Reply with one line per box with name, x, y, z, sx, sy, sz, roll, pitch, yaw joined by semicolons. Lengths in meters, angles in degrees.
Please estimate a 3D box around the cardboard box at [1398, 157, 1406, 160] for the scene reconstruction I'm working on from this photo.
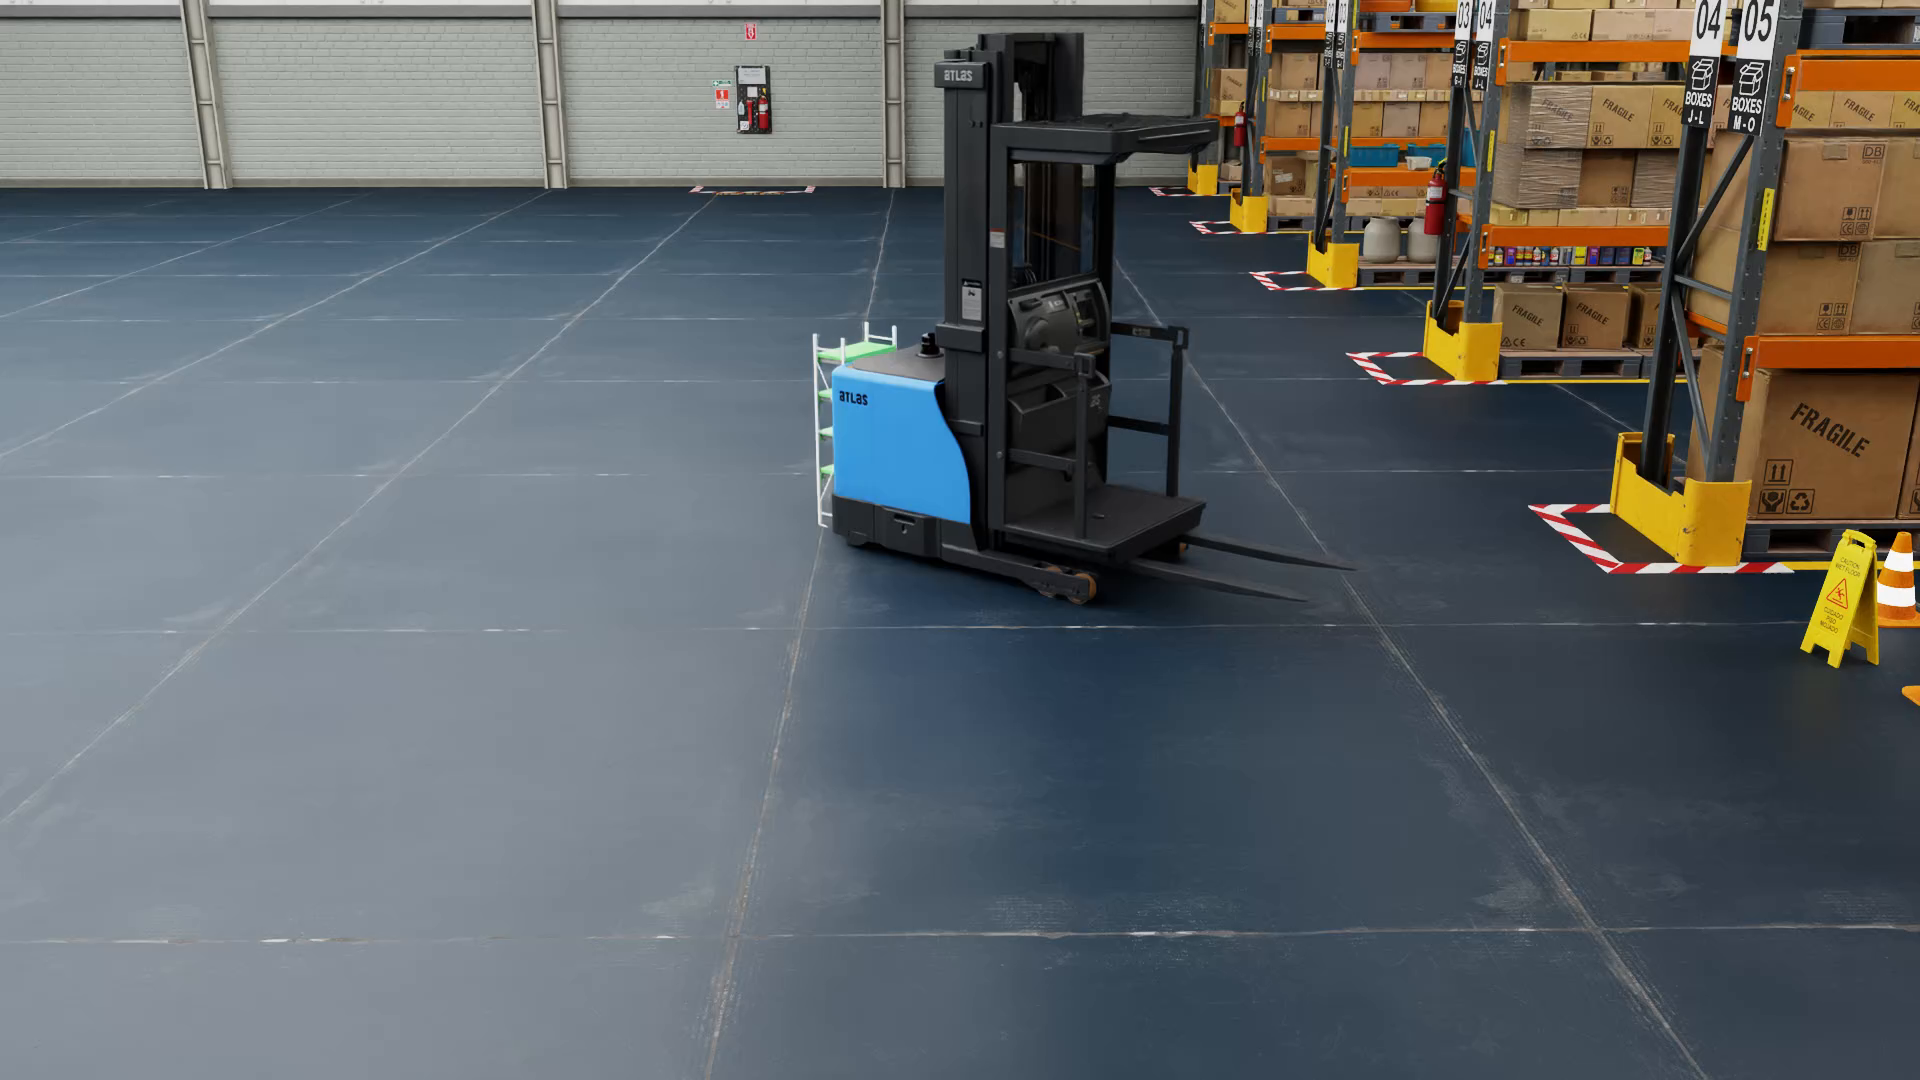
cardboard box;6.256;-5.347;24.392;0.500;0.500;0.500;0;18;-1

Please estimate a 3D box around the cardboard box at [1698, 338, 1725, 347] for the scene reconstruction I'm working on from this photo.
cardboard box;6.784;-1.976;14.702;0.500;0.500;0.500;-2;18;-6

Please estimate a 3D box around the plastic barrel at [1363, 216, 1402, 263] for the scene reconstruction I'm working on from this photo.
plastic barrel;4.956;-3.524;19.506;0.421;0.512;0.421;0;18;0

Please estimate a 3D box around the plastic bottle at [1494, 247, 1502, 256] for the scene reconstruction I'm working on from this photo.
plastic bottle;6.383;-3.501;19.777;0.133;0.283;0.061;0;18;-1

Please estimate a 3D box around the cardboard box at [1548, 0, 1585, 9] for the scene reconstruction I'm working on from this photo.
cardboard box;4.917;-4.418;13.592;0.250;0.149;0.380;0;18;0

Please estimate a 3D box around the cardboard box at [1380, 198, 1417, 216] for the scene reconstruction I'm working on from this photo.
cardboard box;6.264;-4.827;23.997;0.500;0.250;0.500;0;18;-1

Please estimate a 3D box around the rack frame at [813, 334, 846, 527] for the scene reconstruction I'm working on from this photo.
rack frame;-0.780;-0.642;10.085;0.240;1.200;0.015;13;22;34

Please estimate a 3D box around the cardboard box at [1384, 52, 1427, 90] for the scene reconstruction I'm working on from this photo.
cardboard box;6.275;-6.668;23.635;0.500;0.500;0.700;0;18;-1

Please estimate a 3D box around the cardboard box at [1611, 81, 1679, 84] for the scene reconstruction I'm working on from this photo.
cardboard box;5.923;-3.718;14.440;0.500;0.500;0.500;0;18;-1

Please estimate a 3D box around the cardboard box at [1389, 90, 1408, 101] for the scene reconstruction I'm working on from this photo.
cardboard box;6.157;-6.294;23.533;0.250;0.149;0.380;0;18;0

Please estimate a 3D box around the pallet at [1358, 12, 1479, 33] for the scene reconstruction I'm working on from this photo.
pallet;5.128;-5.794;18.598;1.213;0.211;1.003;0;18;-1

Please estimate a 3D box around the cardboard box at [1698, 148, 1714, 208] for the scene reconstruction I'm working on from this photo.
cardboard box;6.426;-3.180;14.398;0.500;0.500;0.875;0;18;-1

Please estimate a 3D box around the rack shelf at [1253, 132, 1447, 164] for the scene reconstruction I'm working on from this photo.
rack shelf;6.224;-5.662;23.964;4.000;0.370;1.077;0;18;-1

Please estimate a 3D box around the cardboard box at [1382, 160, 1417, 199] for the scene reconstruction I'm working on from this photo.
cardboard box;6.264;-5.183;23.881;0.500;0.500;0.500;0;18;-1

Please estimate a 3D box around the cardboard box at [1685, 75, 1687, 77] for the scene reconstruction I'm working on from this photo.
cardboard box;12.631;-7.669;28.360;0.500;0.500;0.500;0;18;1

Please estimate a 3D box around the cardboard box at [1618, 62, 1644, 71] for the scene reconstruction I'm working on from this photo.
cardboard box;11.476;-8.095;28.426;0.250;0.149;0.380;-3;18;-10

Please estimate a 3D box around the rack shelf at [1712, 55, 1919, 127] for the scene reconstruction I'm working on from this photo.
rack shelf;6.354;-2.549;9.350;4.000;0.370;1.077;0;18;-1

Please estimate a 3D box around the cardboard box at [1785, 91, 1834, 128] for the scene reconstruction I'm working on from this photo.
cardboard box;6.931;-3.562;13.955;0.500;0.500;0.500;0;18;-1

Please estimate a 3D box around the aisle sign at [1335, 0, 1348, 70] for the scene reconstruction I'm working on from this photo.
aisle sign;4.232;-5.630;18.431;0.004;0.787;0.394;0;18;-1

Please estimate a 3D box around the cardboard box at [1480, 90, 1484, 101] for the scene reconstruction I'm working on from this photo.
cardboard box;7.446;-6.301;23.553;0.250;0.149;0.380;-1;18;-2

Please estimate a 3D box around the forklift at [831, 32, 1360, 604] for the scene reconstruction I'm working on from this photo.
forklift;0.723;-1.233;9.093;3.031;2.935;1.130;13;22;34

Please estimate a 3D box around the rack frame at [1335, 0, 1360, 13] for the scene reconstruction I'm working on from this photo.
rack frame;4.299;-7.338;18.191;0.127;3.000;1.000;0;18;-1

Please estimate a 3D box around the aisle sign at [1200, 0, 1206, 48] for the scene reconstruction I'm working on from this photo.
aisle sign;4.075;-8.653;27.856;0.004;0.787;0.394;0;18;-1

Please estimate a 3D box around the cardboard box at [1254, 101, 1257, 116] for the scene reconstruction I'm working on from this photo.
cardboard box;5.154;-7.358;28.286;0.500;0.250;0.500;-1;18;-3

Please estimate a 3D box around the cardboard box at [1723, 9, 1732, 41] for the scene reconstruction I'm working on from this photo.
cardboard box;6.394;-4.259;13.748;0.500;0.250;0.500;0;18;1

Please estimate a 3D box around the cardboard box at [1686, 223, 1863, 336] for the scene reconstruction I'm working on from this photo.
cardboard box;4.725;-1.541;9.694;0.550;0.550;0.875;0;18;-1

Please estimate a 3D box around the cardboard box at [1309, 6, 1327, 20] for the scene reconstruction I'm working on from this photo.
cardboard box;6.073;-8.923;27.845;0.500;0.500;0.500;1;18;3

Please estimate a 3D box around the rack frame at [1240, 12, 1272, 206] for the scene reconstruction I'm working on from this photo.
rack frame;4.224;-5.995;23.824;0.127;3.000;1.000;0;18;-1

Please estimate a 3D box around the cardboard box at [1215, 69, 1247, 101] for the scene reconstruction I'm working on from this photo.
cardboard box;4.625;-7.713;28.167;0.500;0.500;0.500;0;18;-1

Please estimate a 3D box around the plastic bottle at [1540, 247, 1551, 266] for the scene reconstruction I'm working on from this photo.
plastic bottle;6.762;-3.309;19.198;0.097;0.271;0.097;0;18;0

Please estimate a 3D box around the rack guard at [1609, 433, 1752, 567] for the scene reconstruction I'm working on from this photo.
rack guard;4.330;-0.263;10.050;0.348;0.500;1.175;0;18;-1

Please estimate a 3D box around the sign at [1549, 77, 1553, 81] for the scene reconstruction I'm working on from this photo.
sign;8.234;-6.294;23.211;0.005;0.325;0.100;0;18;-1

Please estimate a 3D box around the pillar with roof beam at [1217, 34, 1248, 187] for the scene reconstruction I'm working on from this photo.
pillar with roof beam;4.897;-9.317;24.359;0.400;9.000;9.100;0;18;-1

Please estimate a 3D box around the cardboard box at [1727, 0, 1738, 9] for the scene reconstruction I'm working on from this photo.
cardboard box;6.206;-4.458;13.715;0.250;0.149;0.380;0;18;-1

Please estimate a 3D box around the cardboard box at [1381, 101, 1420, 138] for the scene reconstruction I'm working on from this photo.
cardboard box;6.239;-6.049;23.829;0.500;0.500;0.700;0;18;1

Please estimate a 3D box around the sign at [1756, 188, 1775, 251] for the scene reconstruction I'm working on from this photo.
sign;4.357;-1.734;8.995;0.005;0.325;0.100;0;18;-1

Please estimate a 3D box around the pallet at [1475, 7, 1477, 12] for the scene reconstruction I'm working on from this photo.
pallet;7.372;-7.388;23.402;1.213;0.211;1.003;0;18;-1

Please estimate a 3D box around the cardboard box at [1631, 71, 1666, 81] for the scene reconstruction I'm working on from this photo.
cardboard box;11.672;-7.798;28.561;0.500;0.500;0.700;-2;18;-7

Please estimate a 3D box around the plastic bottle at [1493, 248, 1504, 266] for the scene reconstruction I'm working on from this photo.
plastic bottle;6.220;-3.273;19.200;0.097;0.201;0.097;0;18;0

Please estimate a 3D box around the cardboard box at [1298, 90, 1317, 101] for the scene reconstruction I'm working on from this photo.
cardboard box;4.884;-6.289;23.517;0.250;0.149;0.380;-1;18;-2

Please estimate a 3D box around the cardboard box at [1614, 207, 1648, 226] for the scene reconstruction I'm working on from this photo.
cardboard box;5.666;-2.776;14.203;0.250;0.149;0.380;0;18;-1

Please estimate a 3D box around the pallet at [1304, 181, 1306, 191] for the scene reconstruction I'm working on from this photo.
pallet;6.248;-6.178;28.961;1.213;0.211;1.003;0;18;-1

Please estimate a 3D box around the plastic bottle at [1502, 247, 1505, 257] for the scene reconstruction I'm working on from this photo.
plastic bottle;6.520;-3.531;19.881;0.135;0.276;0.152;-1;18;-2

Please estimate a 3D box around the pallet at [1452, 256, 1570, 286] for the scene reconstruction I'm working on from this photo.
pallet;6.403;-3.176;19.602;1.213;0.211;1.003;0;18;-1

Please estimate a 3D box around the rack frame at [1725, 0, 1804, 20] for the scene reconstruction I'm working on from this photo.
rack frame;4.354;-4.310;8.752;0.127;3.000;1.000;0;18;-1

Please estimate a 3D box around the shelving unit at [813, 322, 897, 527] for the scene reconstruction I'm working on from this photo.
shelving unit;-0.636;-0.702;10.272;0.258;1.200;0.503;13;22;34

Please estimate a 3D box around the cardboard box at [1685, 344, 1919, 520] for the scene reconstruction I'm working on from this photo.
cardboard box;5.031;-0.665;10.002;0.875;0.875;0.875;0;18;-1

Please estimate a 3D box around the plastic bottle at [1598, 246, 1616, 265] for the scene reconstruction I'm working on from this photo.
plastic bottle;7.467;-3.357;19.218;0.185;0.351;0.144;-1;18;-4

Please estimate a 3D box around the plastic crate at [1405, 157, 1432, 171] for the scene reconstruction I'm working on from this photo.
plastic crate;5.199;-4.262;18.855;0.250;0.136;0.298;0;18;-1
